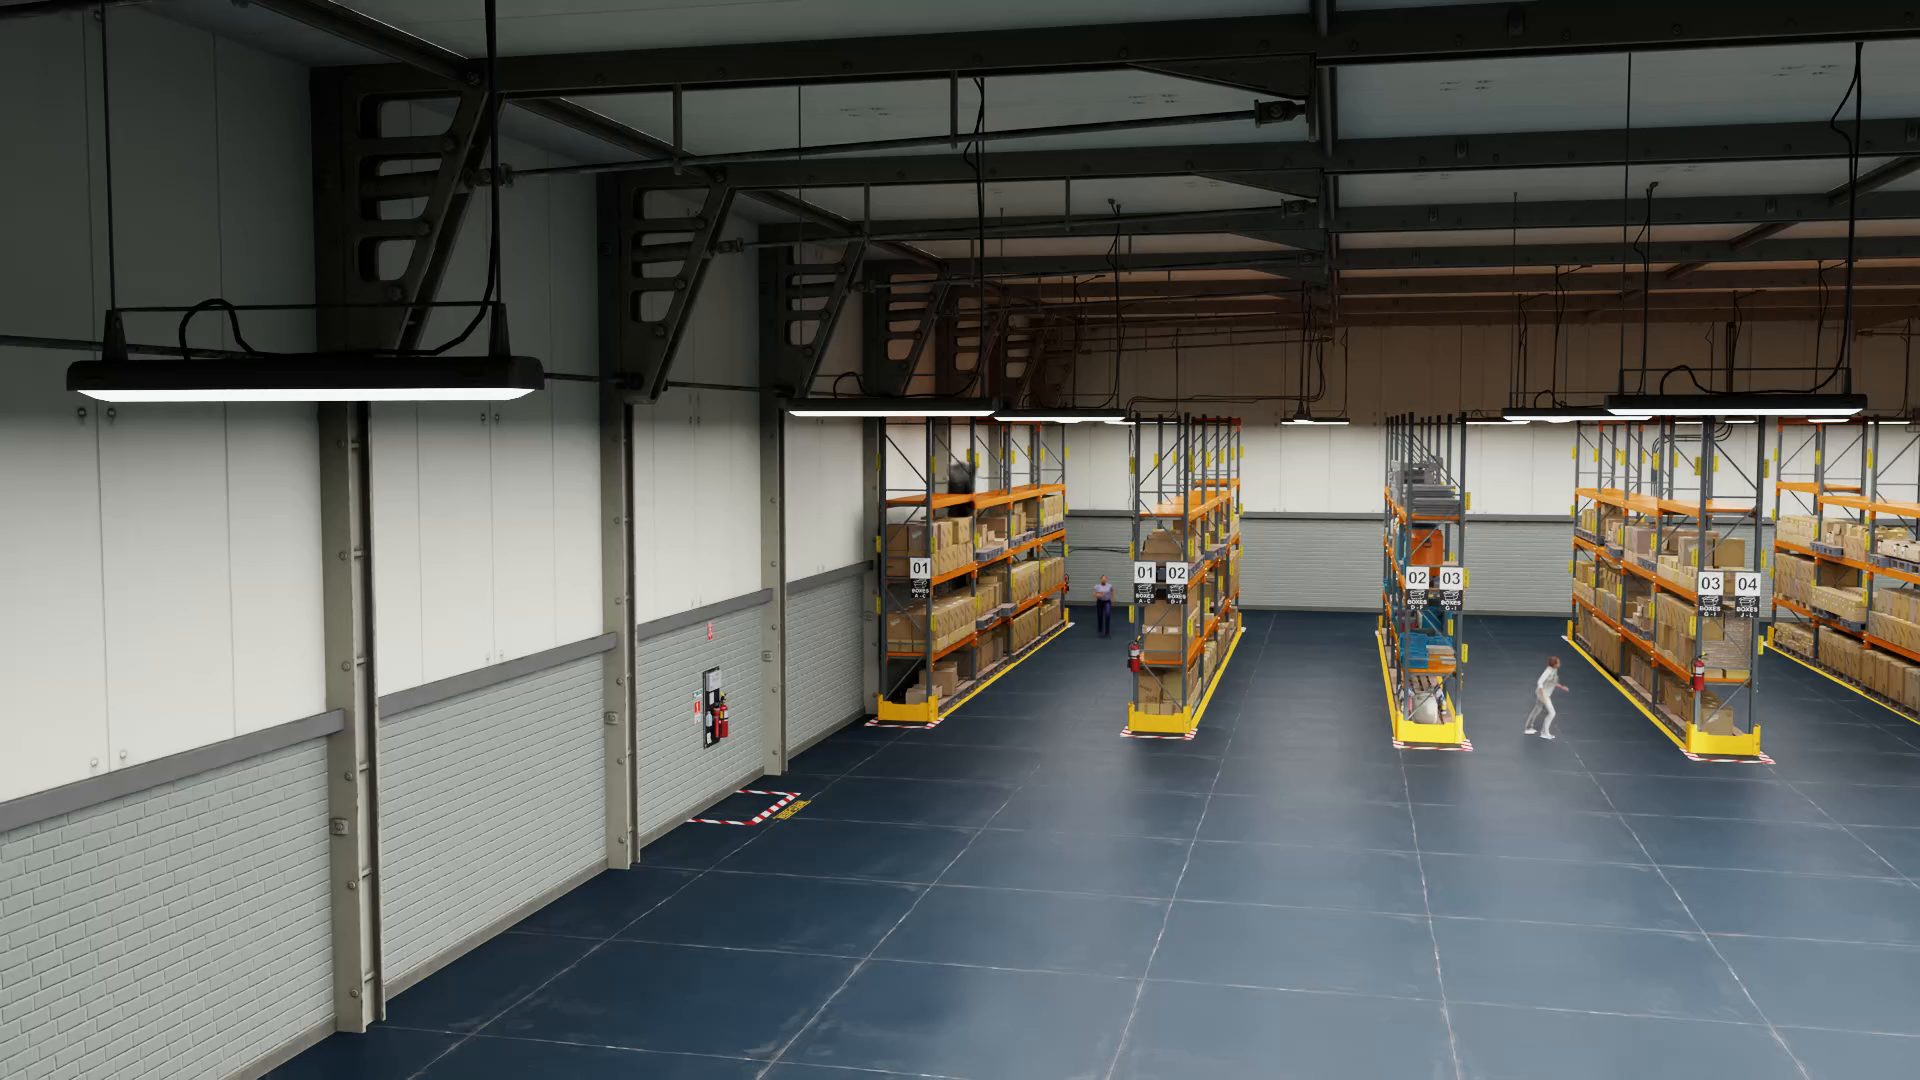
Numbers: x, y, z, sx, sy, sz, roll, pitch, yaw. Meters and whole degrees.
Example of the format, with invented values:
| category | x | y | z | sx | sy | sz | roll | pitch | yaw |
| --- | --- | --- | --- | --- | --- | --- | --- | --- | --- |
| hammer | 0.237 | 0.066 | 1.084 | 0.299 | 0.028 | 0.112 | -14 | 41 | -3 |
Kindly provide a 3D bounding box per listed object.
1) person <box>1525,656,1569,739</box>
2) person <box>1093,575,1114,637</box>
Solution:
| category | x | y | z | sx | sy | sz | roll | pitch | yaw |
| --- | --- | --- | --- | --- | --- | --- | --- | --- | --- |
| person | 10.846 | 2.885 | 30.741 | 0.765 | 1.534 | 0.609 | 2 | 4 | 23 |
| person | 3.955 | 1.805 | 45.801 | 0.581 | 1.707 | 0.841 | 0 | 4 | 2 |
